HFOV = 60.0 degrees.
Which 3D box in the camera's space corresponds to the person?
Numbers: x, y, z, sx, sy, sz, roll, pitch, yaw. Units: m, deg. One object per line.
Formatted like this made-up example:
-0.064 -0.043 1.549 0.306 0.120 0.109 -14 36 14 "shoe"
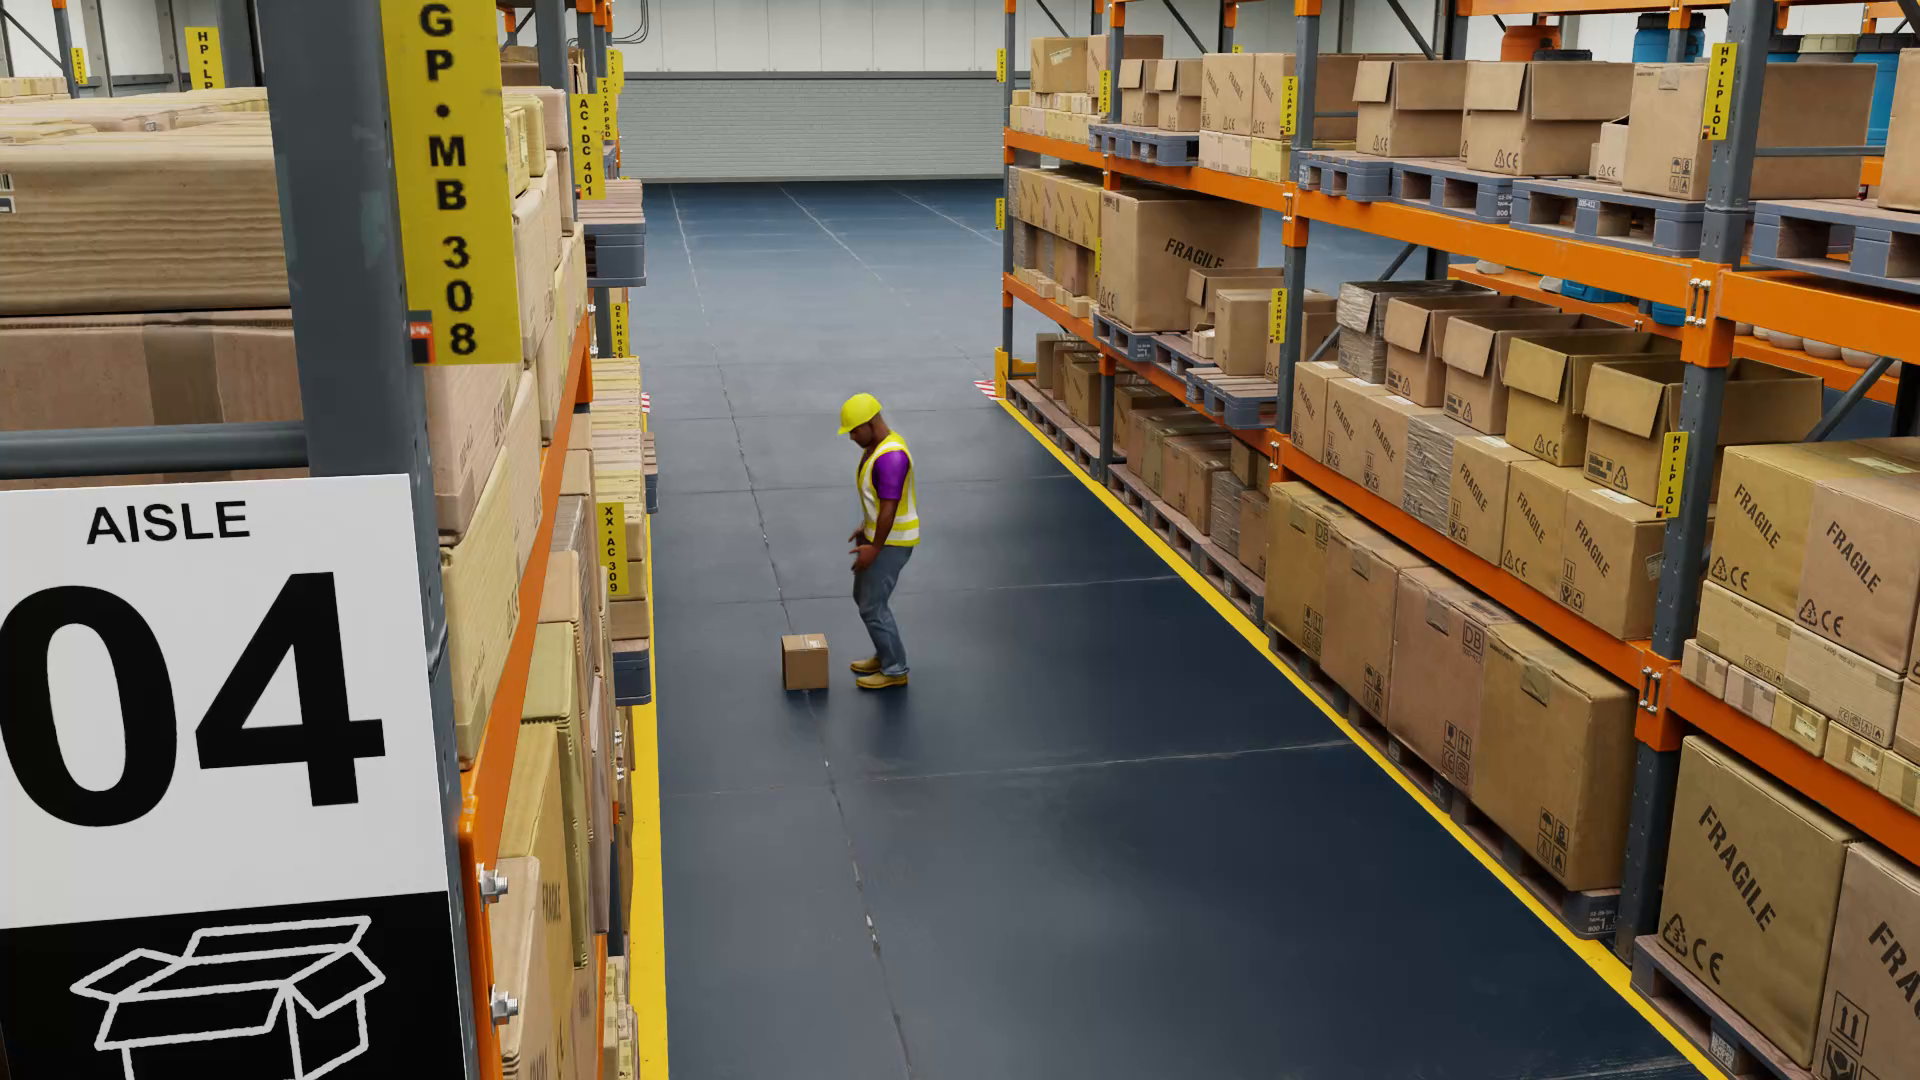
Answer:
-0.466 0.000 9.584 0.453 1.718 0.591 -3 16 -9 "person"
